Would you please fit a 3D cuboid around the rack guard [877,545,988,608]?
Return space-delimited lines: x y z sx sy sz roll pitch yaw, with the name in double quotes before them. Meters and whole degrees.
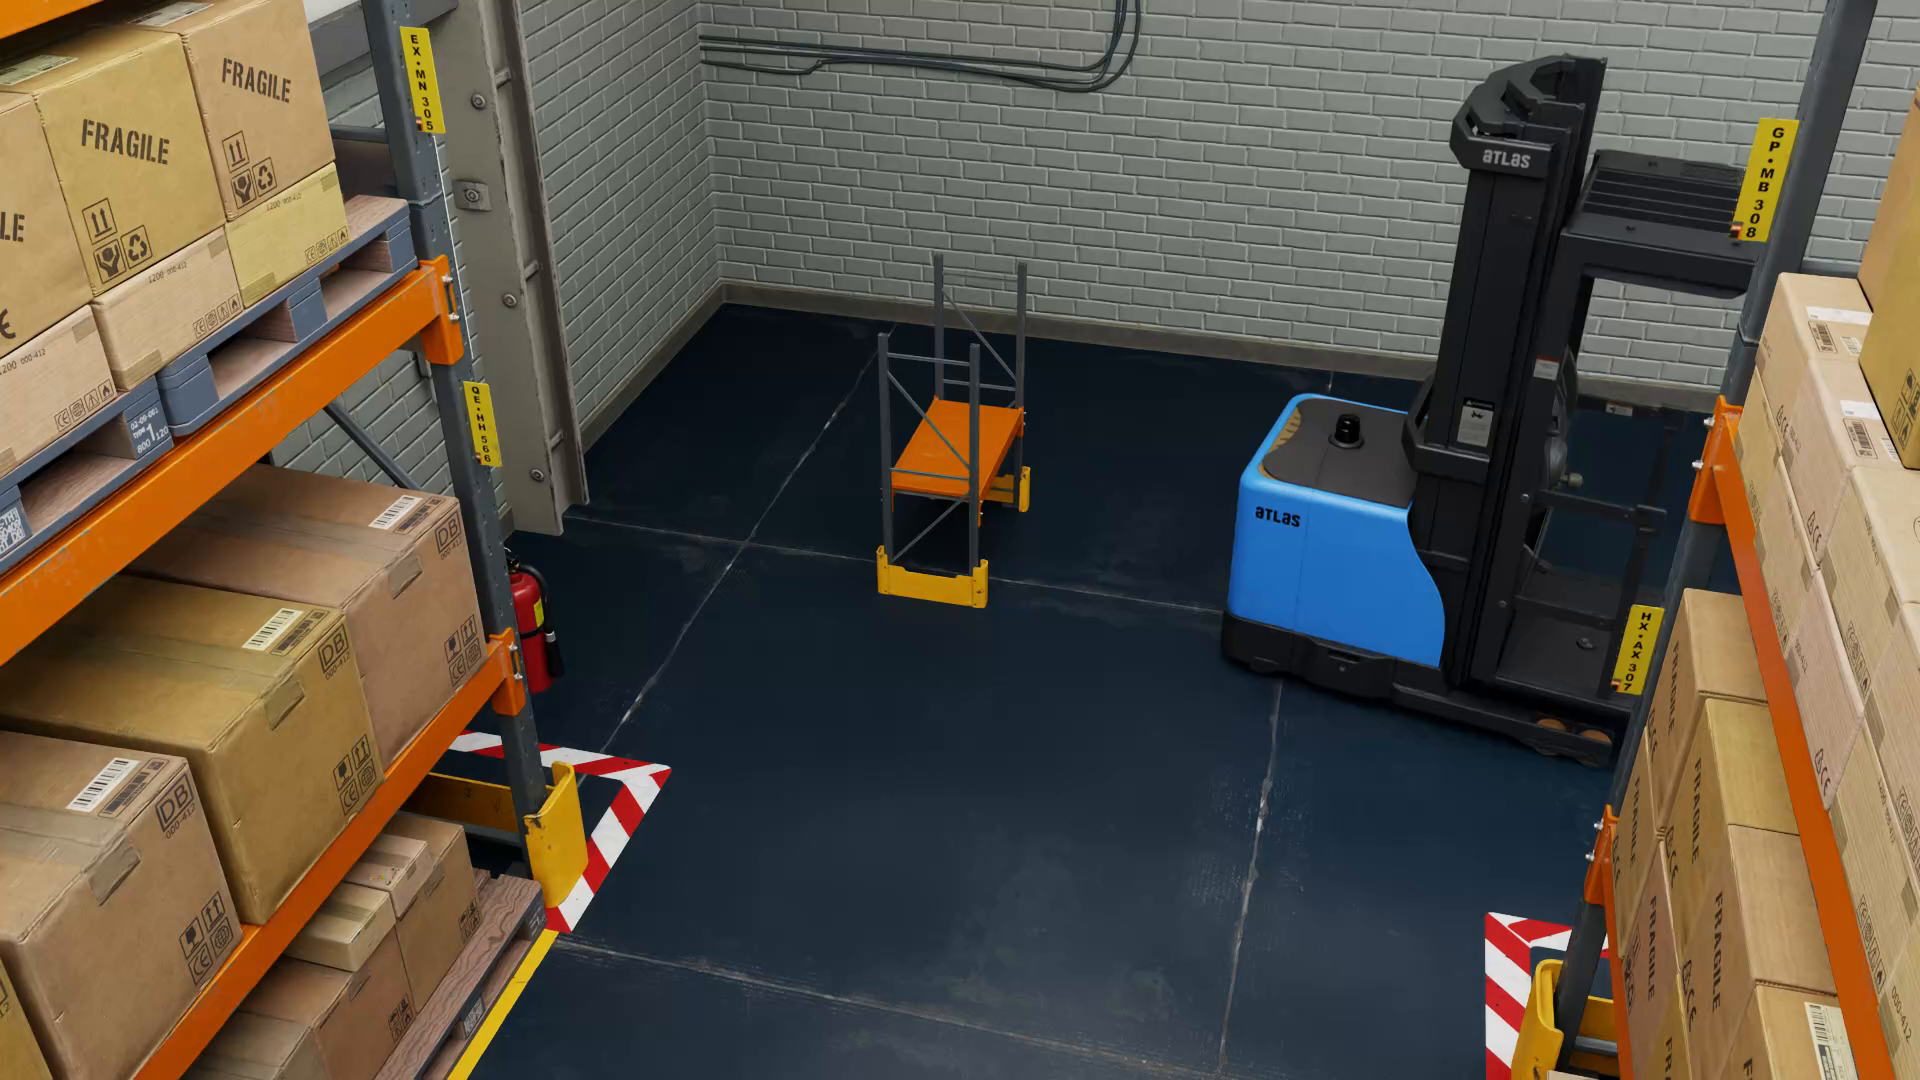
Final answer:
"rack guard" -0.146 0.193 8.714 0.587 0.250 0.087 8 33 12

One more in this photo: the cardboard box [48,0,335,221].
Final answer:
"cardboard box" -2.106 -1.215 4.525 0.500 0.500 0.500 8 33 12

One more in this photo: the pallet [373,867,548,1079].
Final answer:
"pallet" -2.311 1.709 6.365 1.003 0.211 1.213 8 33 12

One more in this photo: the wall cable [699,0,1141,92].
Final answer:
"wall cable" -0.403 -4.001 10.050 3.097 2.526 0.112 8 33 12

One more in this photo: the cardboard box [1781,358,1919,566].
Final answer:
"cardboard box" 2.093 -0.145 3.560 0.500 0.250 0.500 8 33 12

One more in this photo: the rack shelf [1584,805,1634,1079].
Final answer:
"rack shelf" 2.101 2.121 3.789 1.077 0.370 4.000 8 33 12

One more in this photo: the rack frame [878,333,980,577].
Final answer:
"rack frame" -0.151 -0.325 8.363 0.500 1.500 0.032 8 33 12

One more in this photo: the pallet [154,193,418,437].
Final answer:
"pallet" -2.362 -0.735 4.898 1.003 0.211 1.213 8 33 12

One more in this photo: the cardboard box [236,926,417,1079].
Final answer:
"cardboard box" -2.392 1.621 5.843 0.700 0.500 0.500 8 33 12

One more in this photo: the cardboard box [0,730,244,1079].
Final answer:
"cardboard box" -2.680 1.019 4.571 0.980 0.700 0.700 6 33 10

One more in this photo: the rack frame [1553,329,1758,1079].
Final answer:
"rack frame" 2.608 0.779 5.229 1.000 3.000 0.127 8 33 12

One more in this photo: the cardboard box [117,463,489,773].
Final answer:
"cardboard box" -2.304 0.246 5.787 0.980 0.700 0.700 10 34 15

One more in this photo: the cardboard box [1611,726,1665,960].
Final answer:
"cardboard box" 2.241 0.931 4.896 0.500 0.500 0.500 9 33 13

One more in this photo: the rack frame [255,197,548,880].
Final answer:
"rack frame" -2.184 0.107 6.286 1.000 3.000 0.127 8 33 12

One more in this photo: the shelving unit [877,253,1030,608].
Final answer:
"shelving unit" -0.019 -0.593 8.785 0.587 1.500 1.083 8 33 12

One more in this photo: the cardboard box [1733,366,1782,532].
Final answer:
"cardboard box" 2.232 -0.192 4.099 0.500 0.250 0.500 8 33 12

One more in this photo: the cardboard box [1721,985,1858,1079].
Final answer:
"cardboard box" 1.856 1.304 3.377 0.500 0.500 0.500 8 33 12

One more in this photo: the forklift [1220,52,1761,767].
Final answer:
"forklift" 2.853 -0.525 7.343 3.031 2.935 1.130 14 35 21

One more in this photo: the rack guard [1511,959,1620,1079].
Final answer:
"rack guard" 2.589 1.873 5.837 1.175 0.500 0.348 8 33 12

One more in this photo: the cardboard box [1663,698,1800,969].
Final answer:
"cardboard box" 2.115 0.782 4.199 0.500 0.500 0.500 8 33 13

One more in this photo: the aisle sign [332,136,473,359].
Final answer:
"aisle sign" -1.876 -0.987 5.583 0.394 0.787 0.004 8 33 12

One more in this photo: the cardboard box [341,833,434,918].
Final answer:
"cardboard box" -2.121 1.179 5.934 0.380 0.149 0.250 8 33 12

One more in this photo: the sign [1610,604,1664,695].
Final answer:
"sign" 2.084 0.340 5.112 0.100 0.325 0.005 8 33 12

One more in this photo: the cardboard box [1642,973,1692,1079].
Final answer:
"cardboard box" 1.985 1.460 4.065 0.500 0.500 0.500 8 33 12

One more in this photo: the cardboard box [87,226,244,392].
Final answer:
"cardboard box" -2.244 -0.629 4.303 0.500 0.250 0.500 7 33 11

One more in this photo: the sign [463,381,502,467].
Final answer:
"sign" -1.663 -0.401 5.785 0.100 0.325 0.005 8 33 12

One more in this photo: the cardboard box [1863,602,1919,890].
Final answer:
"cardboard box" 1.841 0.374 2.743 0.500 0.250 0.500 8 33 12

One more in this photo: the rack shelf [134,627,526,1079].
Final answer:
"rack shelf" -2.692 1.448 4.847 1.077 0.370 4.000 8 33 12

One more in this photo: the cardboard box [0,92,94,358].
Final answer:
"cardboard box" -2.368 -0.685 3.692 0.500 0.500 0.500 7 33 10

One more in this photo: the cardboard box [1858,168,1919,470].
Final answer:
"cardboard box" 2.285 -0.434 3.316 0.700 0.500 0.500 8 33 12

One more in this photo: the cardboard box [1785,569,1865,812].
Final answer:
"cardboard box" 1.967 0.326 3.285 0.500 0.250 0.500 8 33 12

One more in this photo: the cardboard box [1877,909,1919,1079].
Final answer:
"cardboard box" 1.715 0.845 2.469 0.500 0.250 0.500 8 33 12
